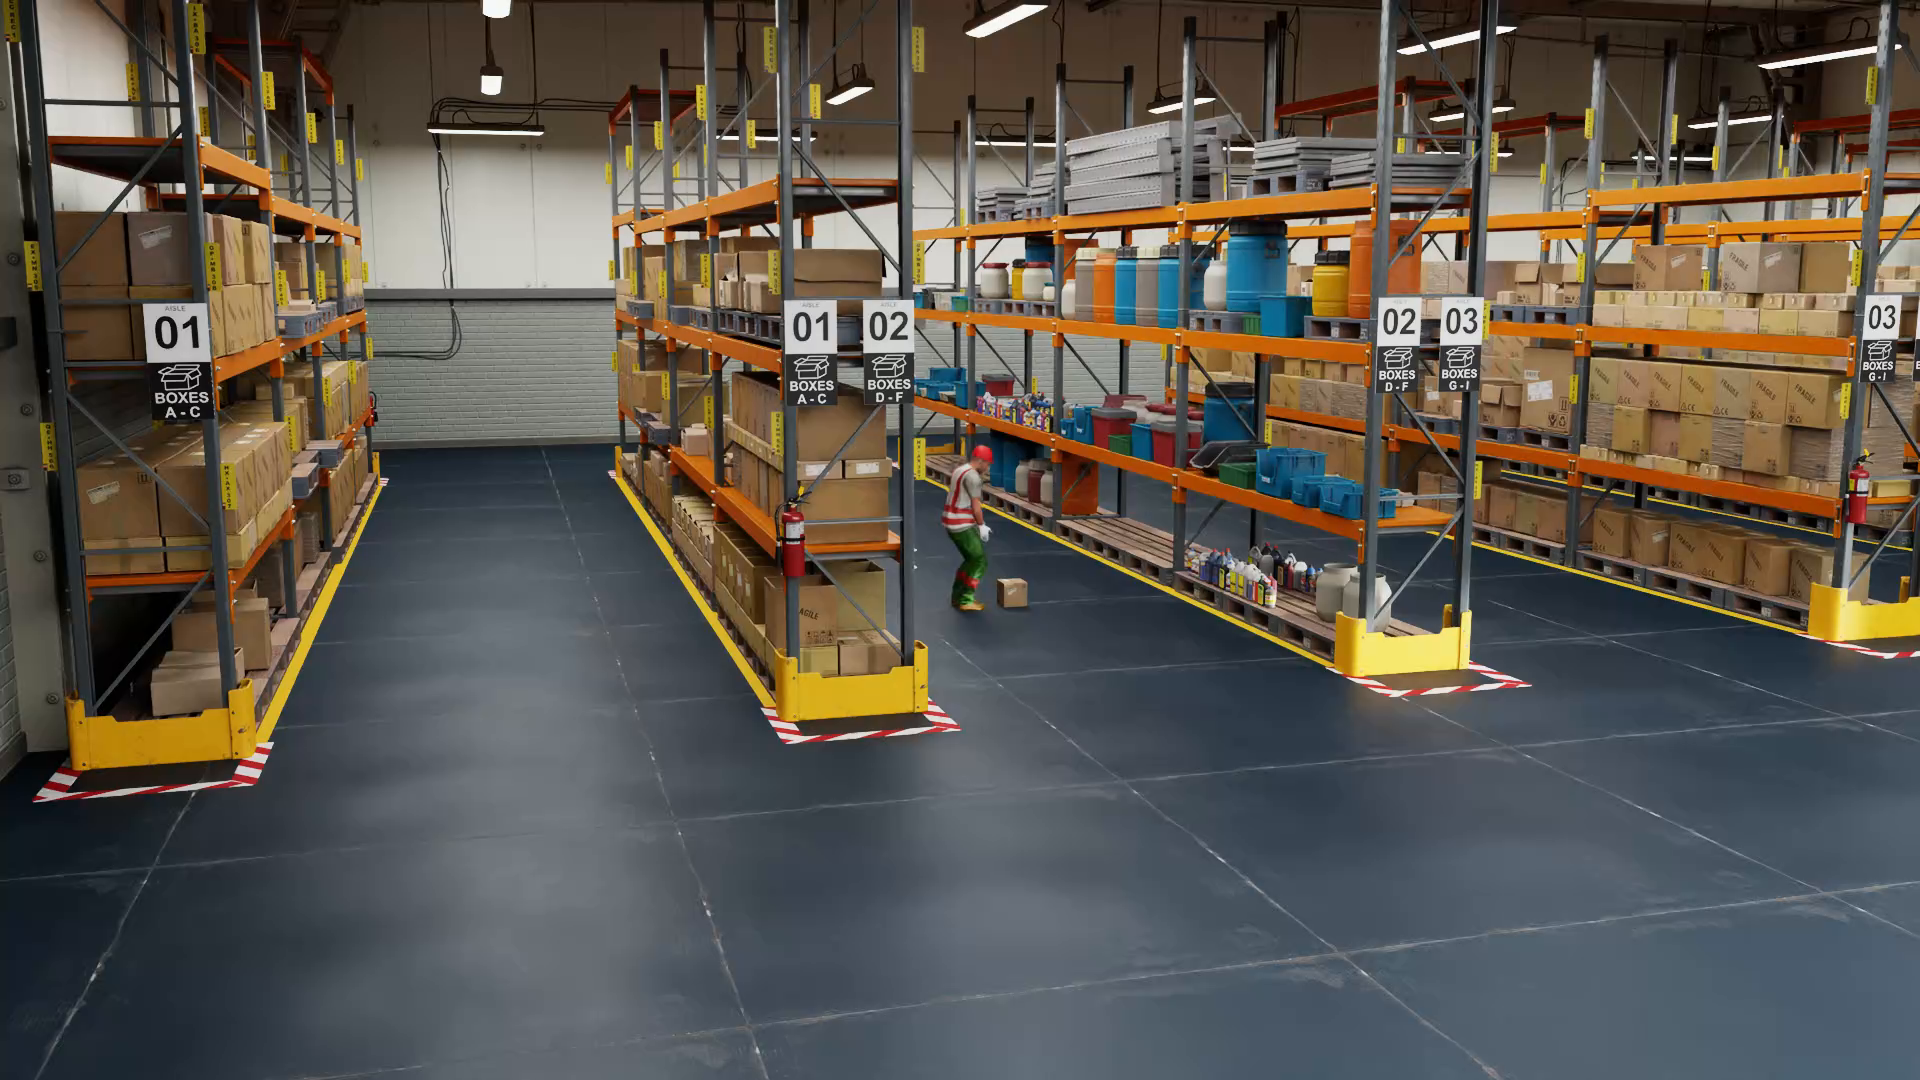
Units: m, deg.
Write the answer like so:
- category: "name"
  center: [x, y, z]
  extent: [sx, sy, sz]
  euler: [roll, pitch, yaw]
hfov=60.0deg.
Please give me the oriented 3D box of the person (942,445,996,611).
- category: "person"
  center: [0.095, -0.135, 17.026]
  extent: [0.558, 1.666, 0.560]
  euler: [-2, 9, -15]
